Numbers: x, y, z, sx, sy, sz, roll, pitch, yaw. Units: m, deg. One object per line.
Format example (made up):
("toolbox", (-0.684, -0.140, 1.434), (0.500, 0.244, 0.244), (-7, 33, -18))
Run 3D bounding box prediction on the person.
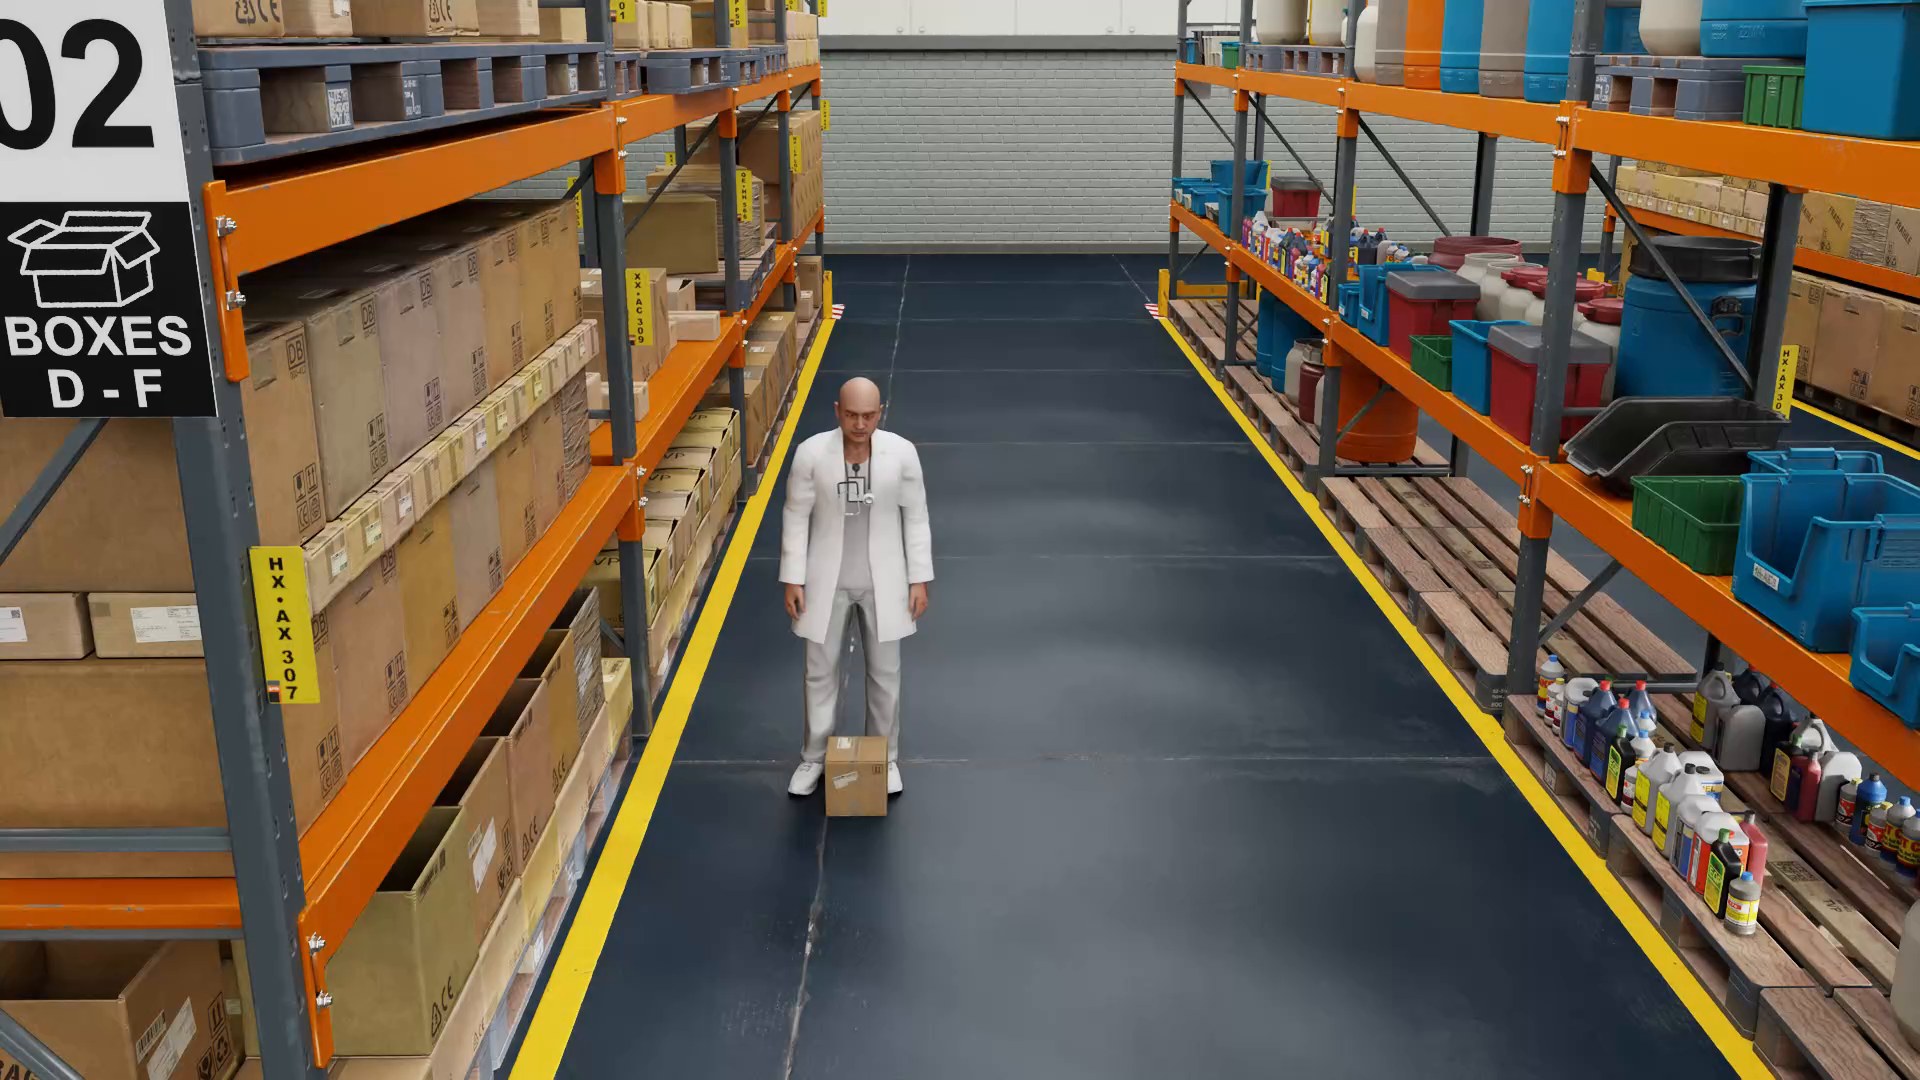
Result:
("person", (-0.432, 0.187, 6.955), (0.649, 1.772, 0.429), (-1, 17, -4))
